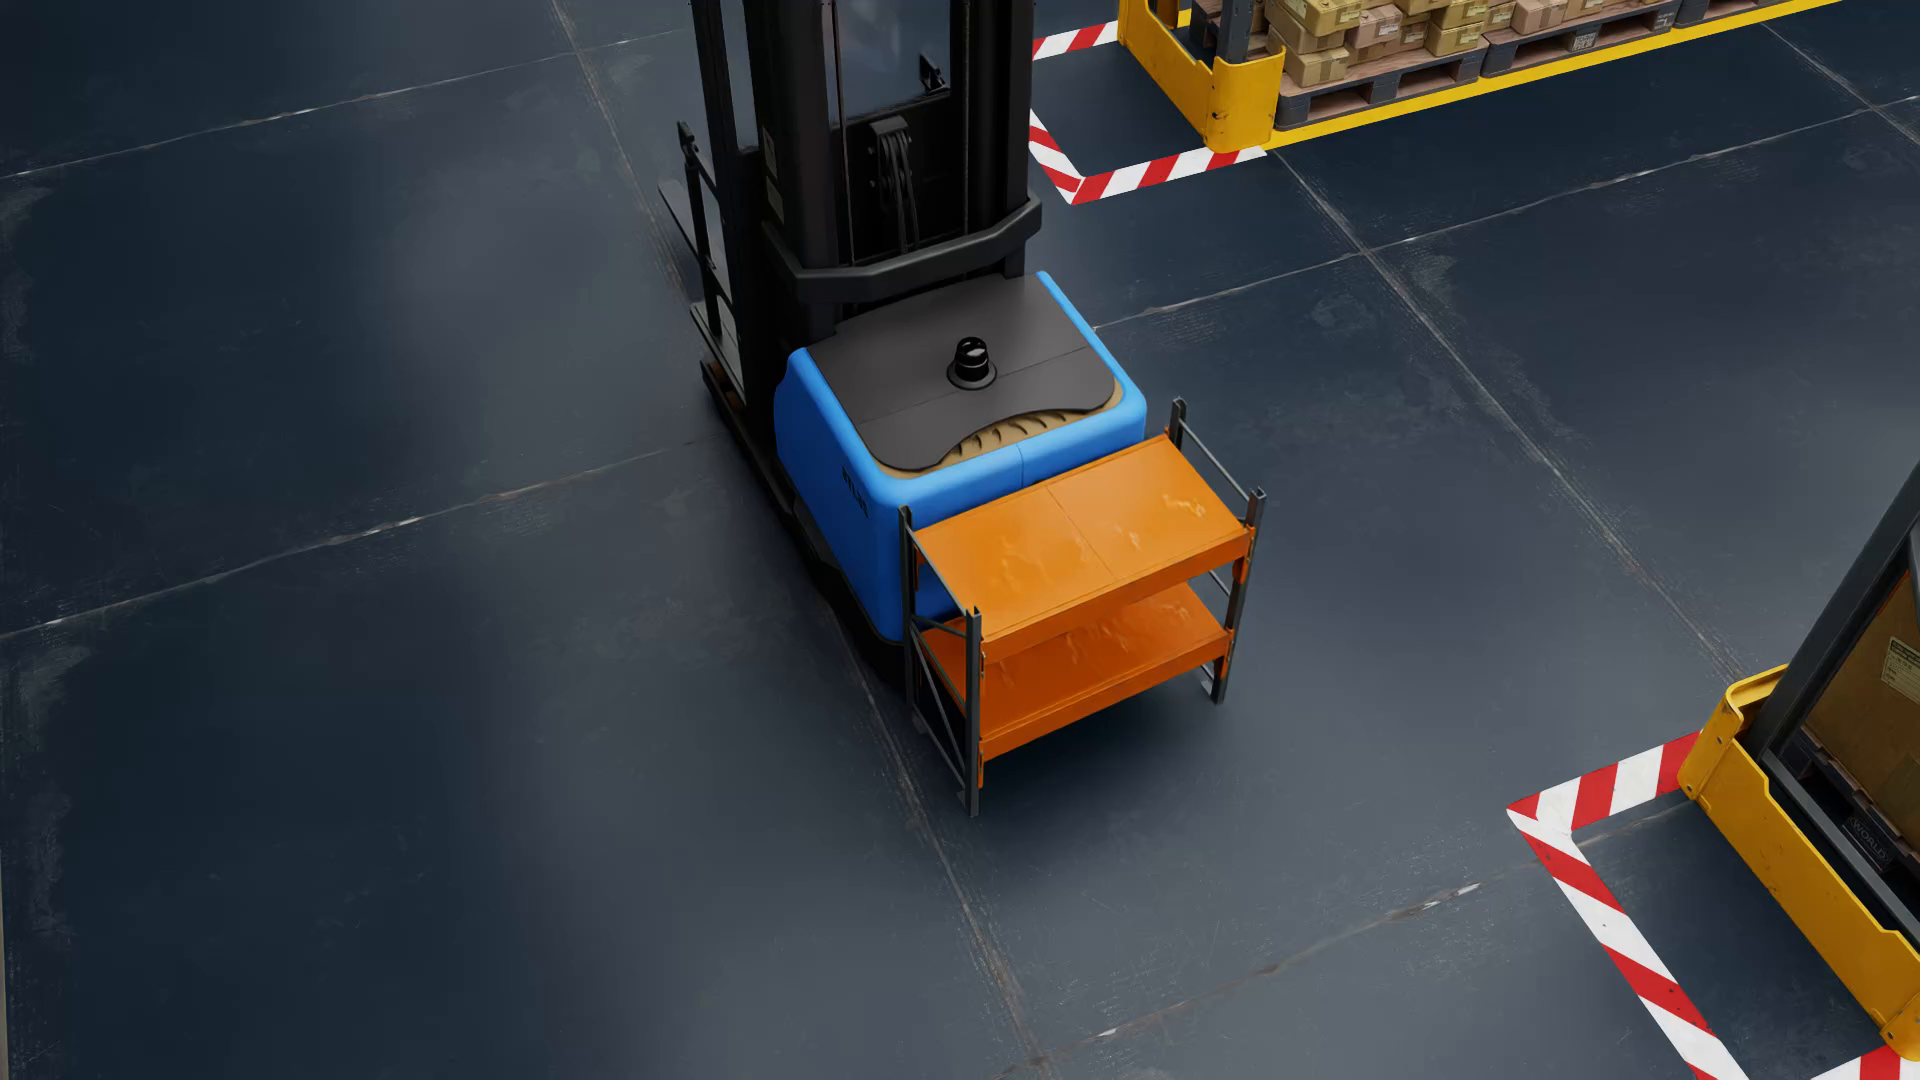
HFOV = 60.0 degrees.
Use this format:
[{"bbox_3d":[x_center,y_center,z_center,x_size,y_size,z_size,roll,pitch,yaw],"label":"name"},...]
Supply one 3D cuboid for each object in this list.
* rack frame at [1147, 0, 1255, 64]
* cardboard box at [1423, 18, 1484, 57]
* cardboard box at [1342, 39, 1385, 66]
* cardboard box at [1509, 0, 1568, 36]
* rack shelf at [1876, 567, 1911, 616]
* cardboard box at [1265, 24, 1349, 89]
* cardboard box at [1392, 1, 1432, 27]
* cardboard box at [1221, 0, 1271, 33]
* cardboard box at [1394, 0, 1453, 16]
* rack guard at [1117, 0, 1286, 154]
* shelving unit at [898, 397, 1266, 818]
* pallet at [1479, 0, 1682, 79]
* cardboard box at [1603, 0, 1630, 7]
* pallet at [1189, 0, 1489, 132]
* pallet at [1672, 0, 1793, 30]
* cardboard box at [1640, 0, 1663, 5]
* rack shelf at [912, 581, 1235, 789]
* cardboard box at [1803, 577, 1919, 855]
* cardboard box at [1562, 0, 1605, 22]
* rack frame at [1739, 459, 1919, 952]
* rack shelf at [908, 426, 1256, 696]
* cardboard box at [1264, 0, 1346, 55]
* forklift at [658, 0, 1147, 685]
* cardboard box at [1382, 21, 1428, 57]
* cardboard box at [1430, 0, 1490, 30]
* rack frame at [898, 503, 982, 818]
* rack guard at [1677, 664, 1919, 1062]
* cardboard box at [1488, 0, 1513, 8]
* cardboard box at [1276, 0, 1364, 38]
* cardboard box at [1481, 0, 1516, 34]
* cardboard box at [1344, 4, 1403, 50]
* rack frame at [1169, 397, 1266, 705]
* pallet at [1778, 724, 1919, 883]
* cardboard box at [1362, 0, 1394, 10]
[{"bbox_3d":[1.128,-3.312,7.458,0.127,3.000,1.000,-17,52,-14],"label":"rack frame"},{"bbox_3d":[2.451,-2.651,8.492,0.250,0.149,0.380,-17,51,-14],"label":"cardboard box"},{"bbox_3d":[1.946,-2.578,8.430,0.250,0.149,0.380,-17,52,-14],"label":"cardboard box"},{"bbox_3d":[2.915,-2.801,8.621,0.250,0.149,0.380,-20,52,-16],"label":"cardboard box"},{"bbox_3d":[4.762,-0.139,5.207,4.000,0.370,1.077,-17,52,-14],"label":"rack shelf"},{"bbox_3d":[1.734,-2.446,8.316,0.250,0.149,0.380,-16,51,-14],"label":"cardboard box"},{"bbox_3d":[2.179,-2.758,8.389,0.250,0.149,0.380,-17,51,-14],"label":"cardboard box"},{"bbox_3d":[1.537,-2.818,8.636,0.250,0.149,0.380,-16,51,-14],"label":"cardboard box"},{"bbox_3d":[2.233,-2.771,8.204,0.250,0.149,0.380,-17,52,-14],"label":"cardboard box"},{"bbox_3d":[1.199,-2.520,8.425,0.348,0.500,1.175,-17,52,-14],"label":"rack guard"},{"bbox_3d":[0.385,0.244,5.639,1.048,1.125,0.538,-22,53,-18],"label":"shelving unit"},{"bbox_3d":[3.092,-2.981,9.011,1.213,0.211,1.003,-17,52,-14],"label":"pallet"},{"bbox_3d":[3.372,-2.991,8.785,0.250,0.149,0.380,-16,51,-14],"label":"cardboard box"},{"bbox_3d":[1.964,-2.634,8.713,1.213,0.211,1.003,-17,52,-14],"label":"pallet"},{"bbox_3d":[4.223,-3.334,9.314,1.213,0.211,1.003,-17,52,-14],"label":"pallet"},{"bbox_3d":[3.639,-3.019,8.808,0.250,0.149,0.380,-17,52,-14],"label":"cardboard box"},{"bbox_3d":[0.385,0.404,5.825,1.000,0.278,0.538,-22,53,-18],"label":"rack shelf"},{"bbox_3d":[3.472,0.516,5.294,0.875,0.875,0.875,-17,52,-14],"label":"cardboard box"},{"bbox_3d":[3.161,-2.899,8.705,0.250,0.149,0.380,-17,52,-14],"label":"cardboard box"},{"bbox_3d":[2.910,0.200,4.441,0.127,3.000,1.000,-17,52,-14],"label":"rack frame"},{"bbox_3d":[0.385,0.054,5.417,1.000,0.278,0.538,-22,53,-18],"label":"rack shelf"},{"bbox_3d":[1.711,-2.587,8.242,0.250,0.149,0.380,-15,51,-13],"label":"cardboard box"},{"bbox_3d":[-0.445,-1.561,6.000,1.130,2.935,3.031,-20,52,-16],"label":"forklift"},{"bbox_3d":[2.173,-2.654,8.495,0.250,0.149,0.380,-17,51,-14],"label":"cardboard box"},{"bbox_3d":[2.457,-2.756,8.386,0.250,0.149,0.380,-16,51,-13],"label":"cardboard box"},{"bbox_3d":[-0.065,0.424,5.485,0.032,1.125,0.500,-22,53,-18],"label":"rack frame"},{"bbox_3d":[2.888,1.022,5.384,0.348,0.500,1.175,-17,52,-14],"label":"rack guard"},{"bbox_3d":[2.667,-2.899,8.509,0.250,0.149,0.380,-19,52,-16],"label":"cardboard box"},{"bbox_3d":[1.742,-2.626,8.079,0.250,0.149,0.380,-19,52,-16],"label":"cardboard box"},{"bbox_3d":[2.651,-2.791,8.612,0.250,0.149,0.380,-17,51,-14],"label":"cardboard box"},{"bbox_3d":[1.985,-2.626,8.275,0.250,0.149,0.380,-17,52,-14],"label":"cardboard box"},{"bbox_3d":[0.835,0.065,5.794,0.032,1.125,0.500,-22,53,-18],"label":"rack frame"},{"bbox_3d":[3.621,0.825,5.744,1.213,0.211,1.003,-17,52,-14],"label":"pallet"},{"bbox_3d":[1.952,-2.789,8.219,0.250,0.149,0.380,-16,51,-14],"label":"cardboard box"}]
